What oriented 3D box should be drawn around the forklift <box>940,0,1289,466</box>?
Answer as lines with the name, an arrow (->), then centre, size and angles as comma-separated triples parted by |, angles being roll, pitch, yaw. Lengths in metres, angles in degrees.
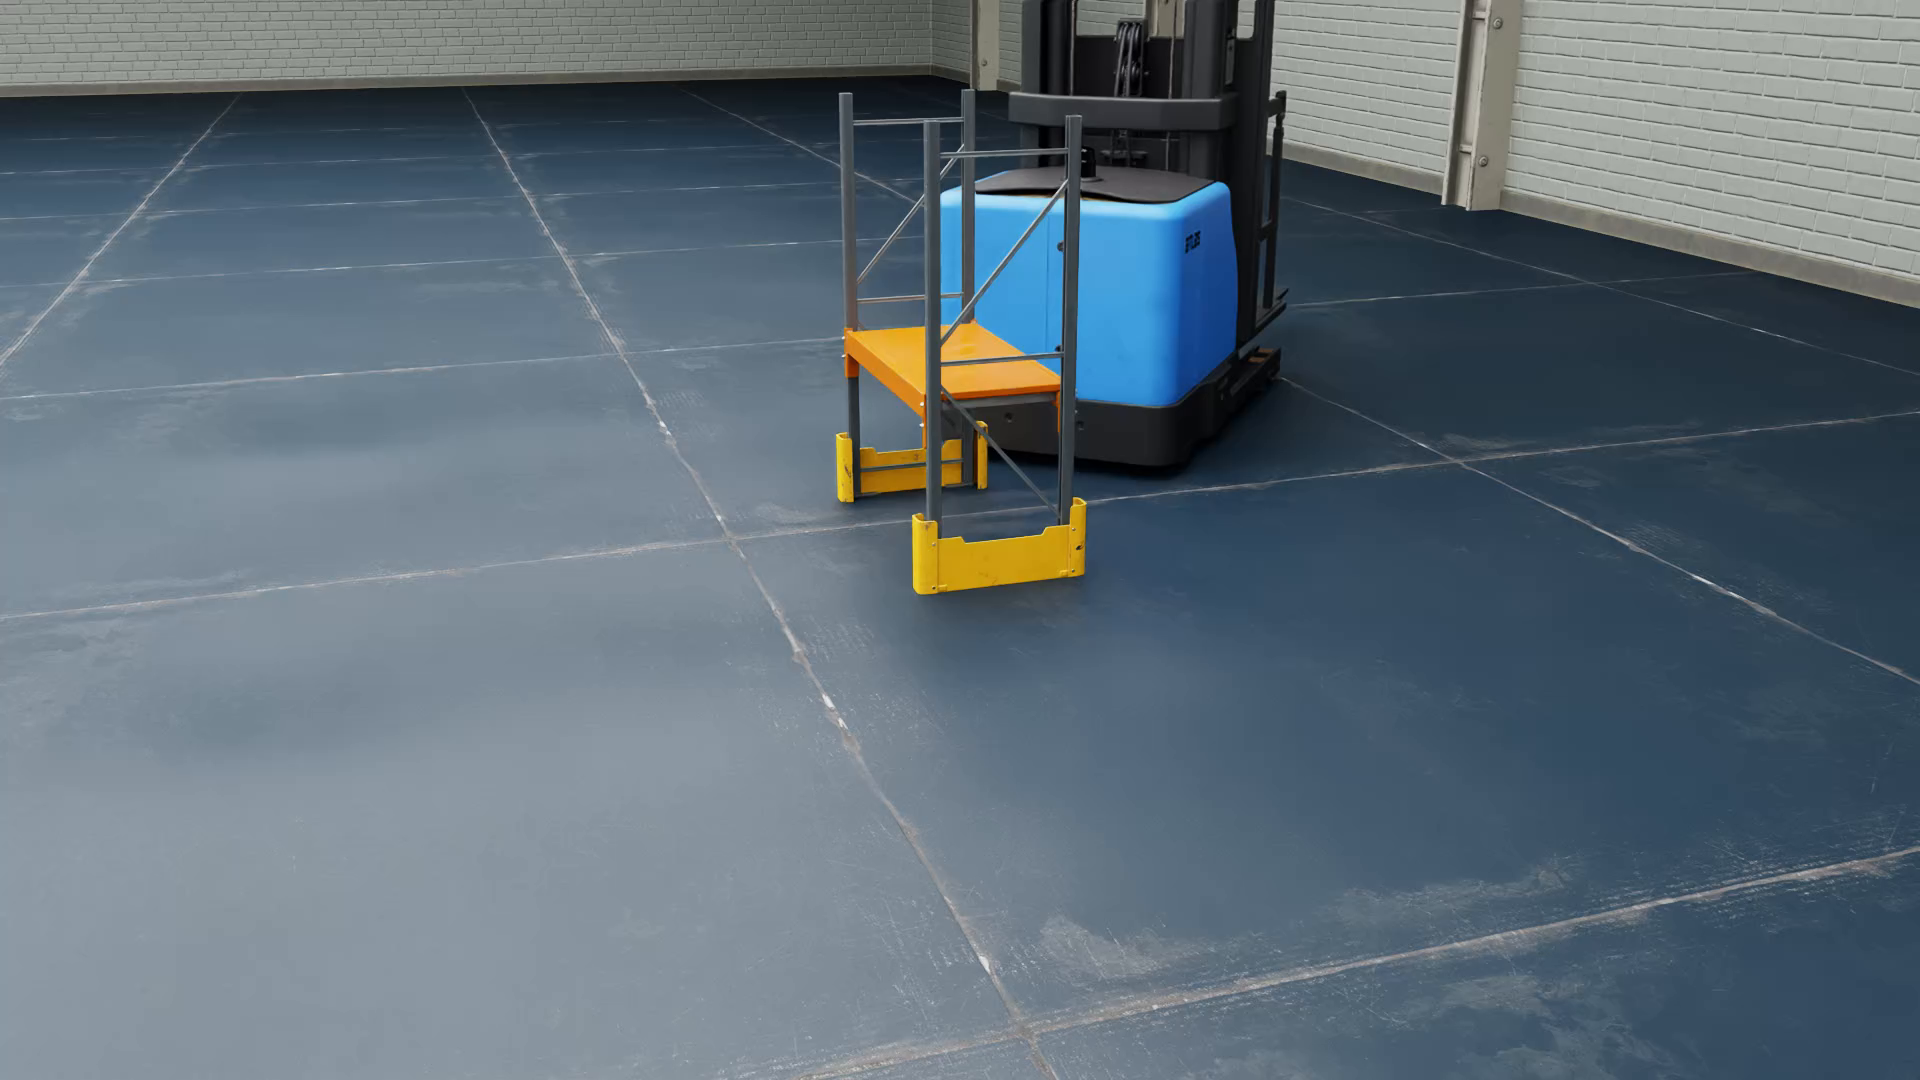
forklift -> 0.911, -2.129, 7.508 | 1.130, 2.935, 3.031 | 8, 21, 21

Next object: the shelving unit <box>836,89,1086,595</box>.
shelving unit -> -0.024, -0.730, 5.731 | 0.587, 1.500, 1.083 | -6, 21, -17

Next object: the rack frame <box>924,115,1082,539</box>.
rack frame -> 0.133, -0.570, 5.285 | 0.500, 1.500, 0.032 | -6, 21, -17

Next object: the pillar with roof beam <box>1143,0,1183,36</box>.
pillar with roof beam -> -1.850, -8.393, 15.972 | 9.100, 9.000, 0.400 | -6, 21, -17

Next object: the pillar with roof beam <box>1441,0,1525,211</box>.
pillar with roof beam -> 0.036, -6.468, 10.611 | 9.100, 9.000, 0.400 | -6, 21, -17

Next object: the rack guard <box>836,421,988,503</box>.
rack guard -> -0.181, -0.302, 6.387 | 0.587, 0.250, 0.087 | -6, 21, -17

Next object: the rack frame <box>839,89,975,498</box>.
rack frame -> -0.187, -0.896, 6.193 | 0.500, 1.500, 0.032 | -6, 21, -17

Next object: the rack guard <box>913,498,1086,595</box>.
rack guard -> 0.133, 0.018, 5.497 | 0.587, 0.250, 0.087 | -6, 21, -17

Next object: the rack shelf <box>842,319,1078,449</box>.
rack shelf -> -0.027, -0.564, 5.800 | 0.538, 0.185, 1.000 | -6, 21, -17

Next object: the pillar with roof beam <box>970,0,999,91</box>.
pillar with roof beam -> -3.735, -10.319, 21.332 | 9.100, 9.000, 0.400 | -6, 21, -17
